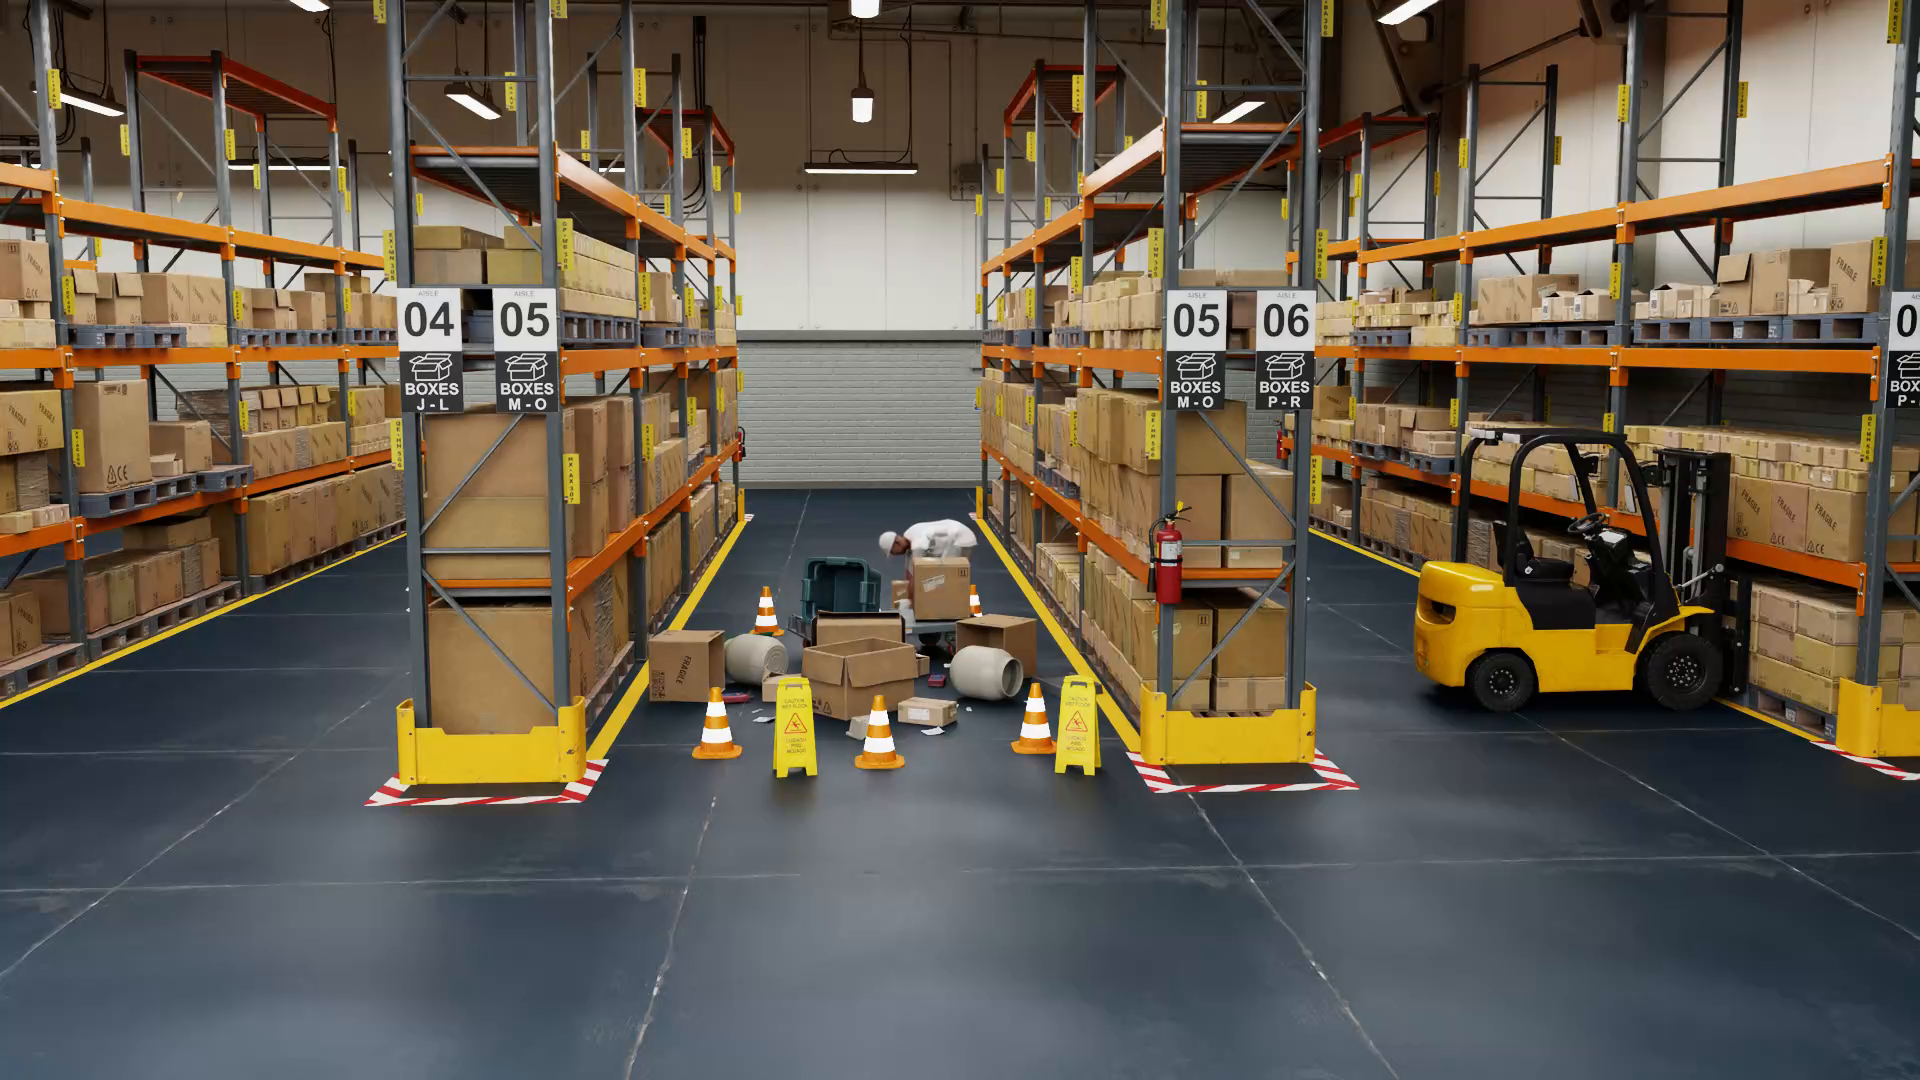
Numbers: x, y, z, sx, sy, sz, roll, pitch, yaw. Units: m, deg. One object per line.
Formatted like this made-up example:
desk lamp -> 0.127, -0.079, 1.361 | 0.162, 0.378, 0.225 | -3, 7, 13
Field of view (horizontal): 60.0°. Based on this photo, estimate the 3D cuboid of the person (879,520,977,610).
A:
person -> -0.328, 0.332, 16.890 | 0.991, 1.063, 0.504 | -1, 7, -8
